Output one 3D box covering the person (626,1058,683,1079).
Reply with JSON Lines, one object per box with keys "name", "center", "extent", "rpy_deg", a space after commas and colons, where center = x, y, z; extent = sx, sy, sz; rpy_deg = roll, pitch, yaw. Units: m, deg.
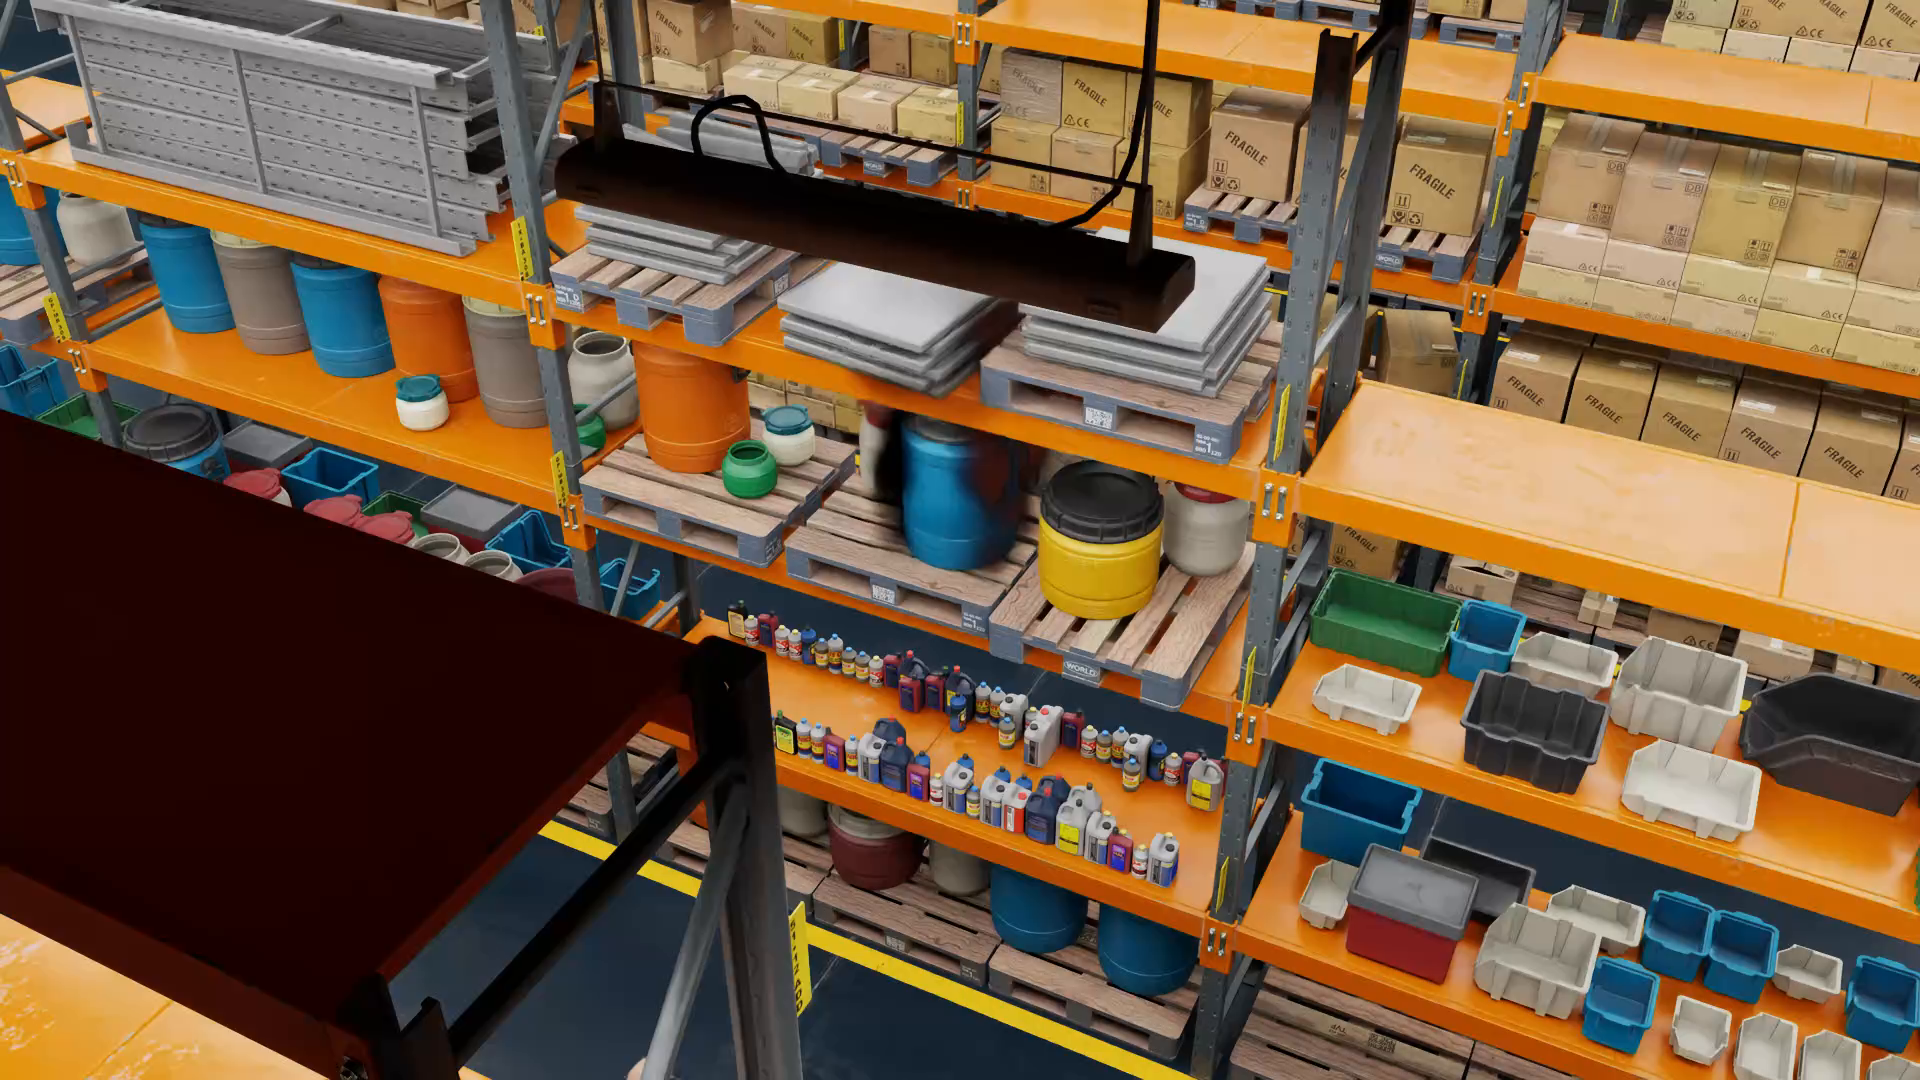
{"name": "person", "center": [-1.325, 2.895, 7.717], "extent": [0.600, 1.776, 0.573], "rpy_deg": [-8, 36, -12]}
